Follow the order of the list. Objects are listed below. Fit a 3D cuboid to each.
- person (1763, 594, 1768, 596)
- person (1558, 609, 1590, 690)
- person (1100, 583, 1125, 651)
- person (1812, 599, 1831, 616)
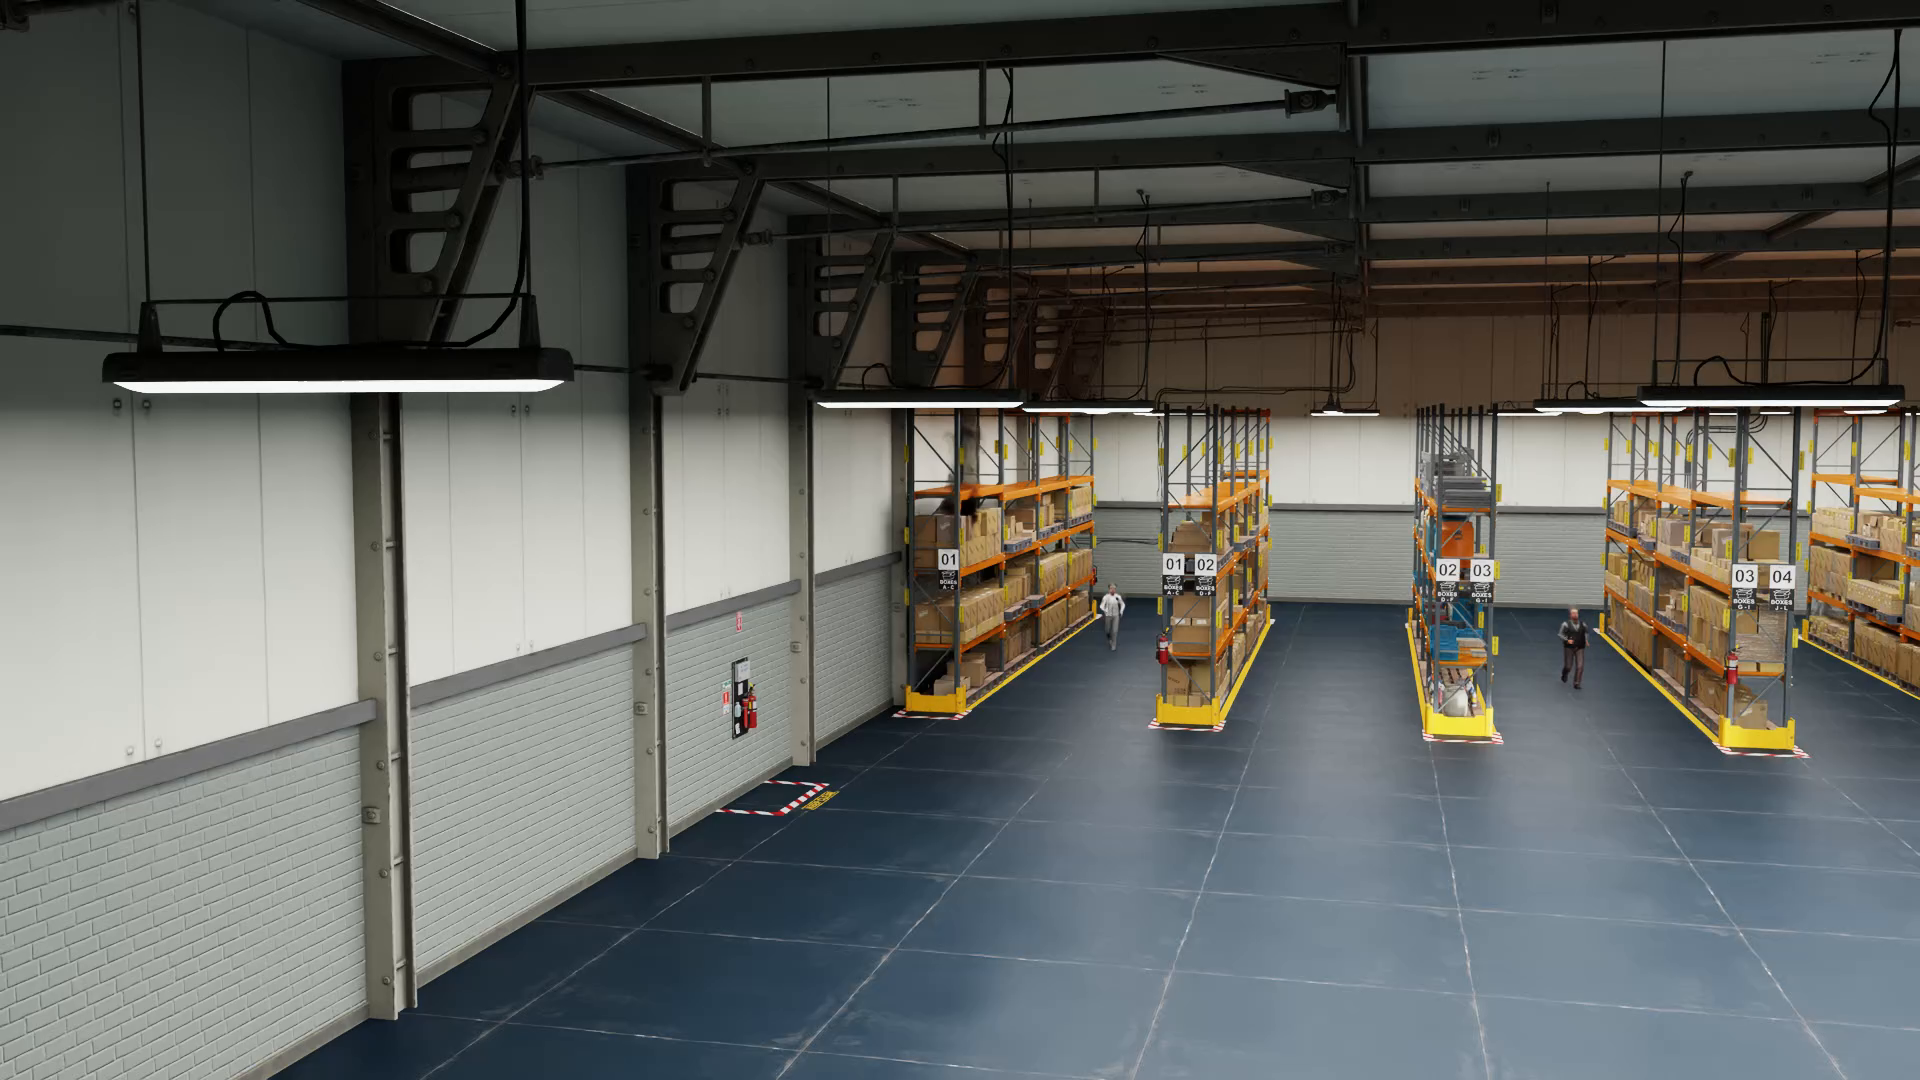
[{"bbox_3d":[20.659,1.755,43.017,0.703,1.776,0.795,3,5,34],"label":"person"},{"bbox_3d":[13.058,2.310,35.344,0.669,1.684,0.760,0,4,6],"label":"person"},{"bbox_3d":[3.796,1.887,41.295,0.625,1.654,0.723,0,4,4],"label":"person"},{"bbox_3d":[22.972,1.646,44.190,0.580,1.717,0.699,0,4,2],"label":"person"}]
